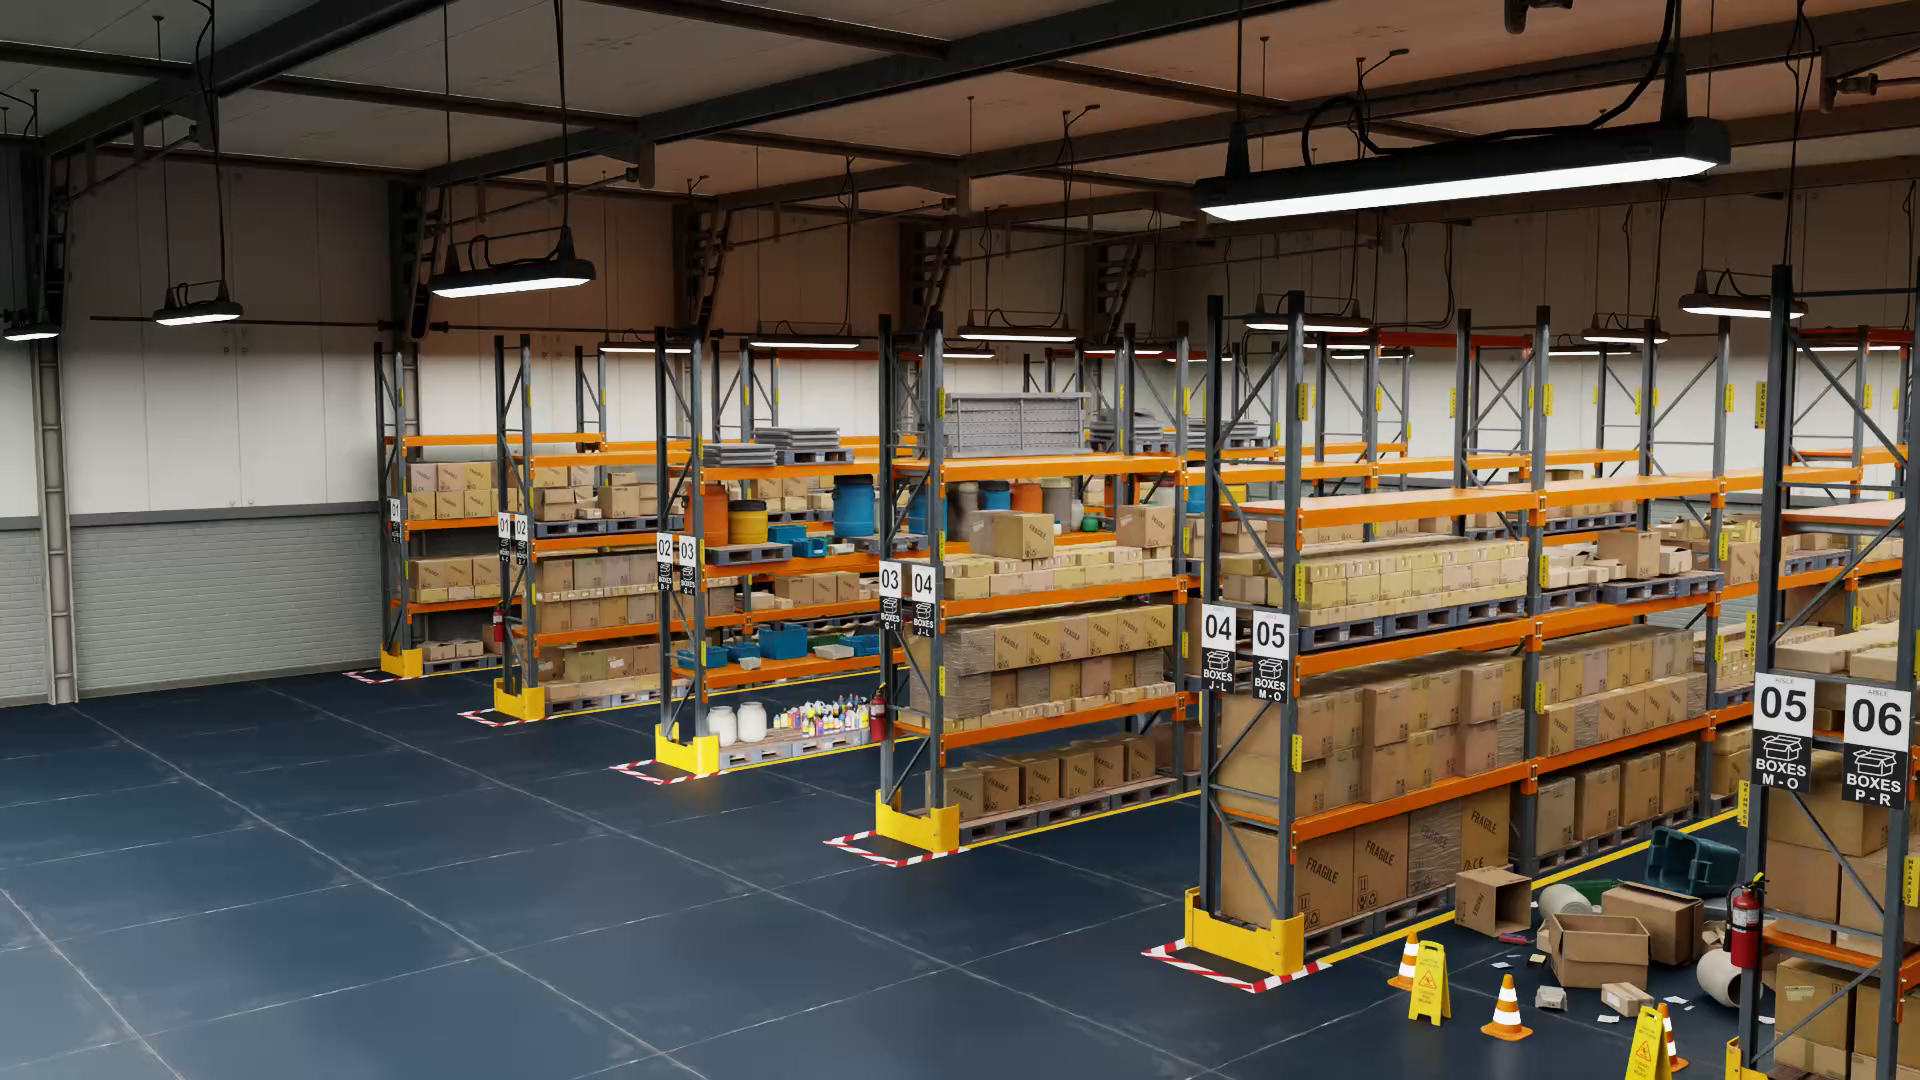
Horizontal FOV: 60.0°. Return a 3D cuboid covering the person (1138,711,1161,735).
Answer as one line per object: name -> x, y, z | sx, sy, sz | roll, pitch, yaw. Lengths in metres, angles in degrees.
person -> 2.720, 2.145, 23.947 | 0.492, 1.686, 0.484 | -4, 7, -37
